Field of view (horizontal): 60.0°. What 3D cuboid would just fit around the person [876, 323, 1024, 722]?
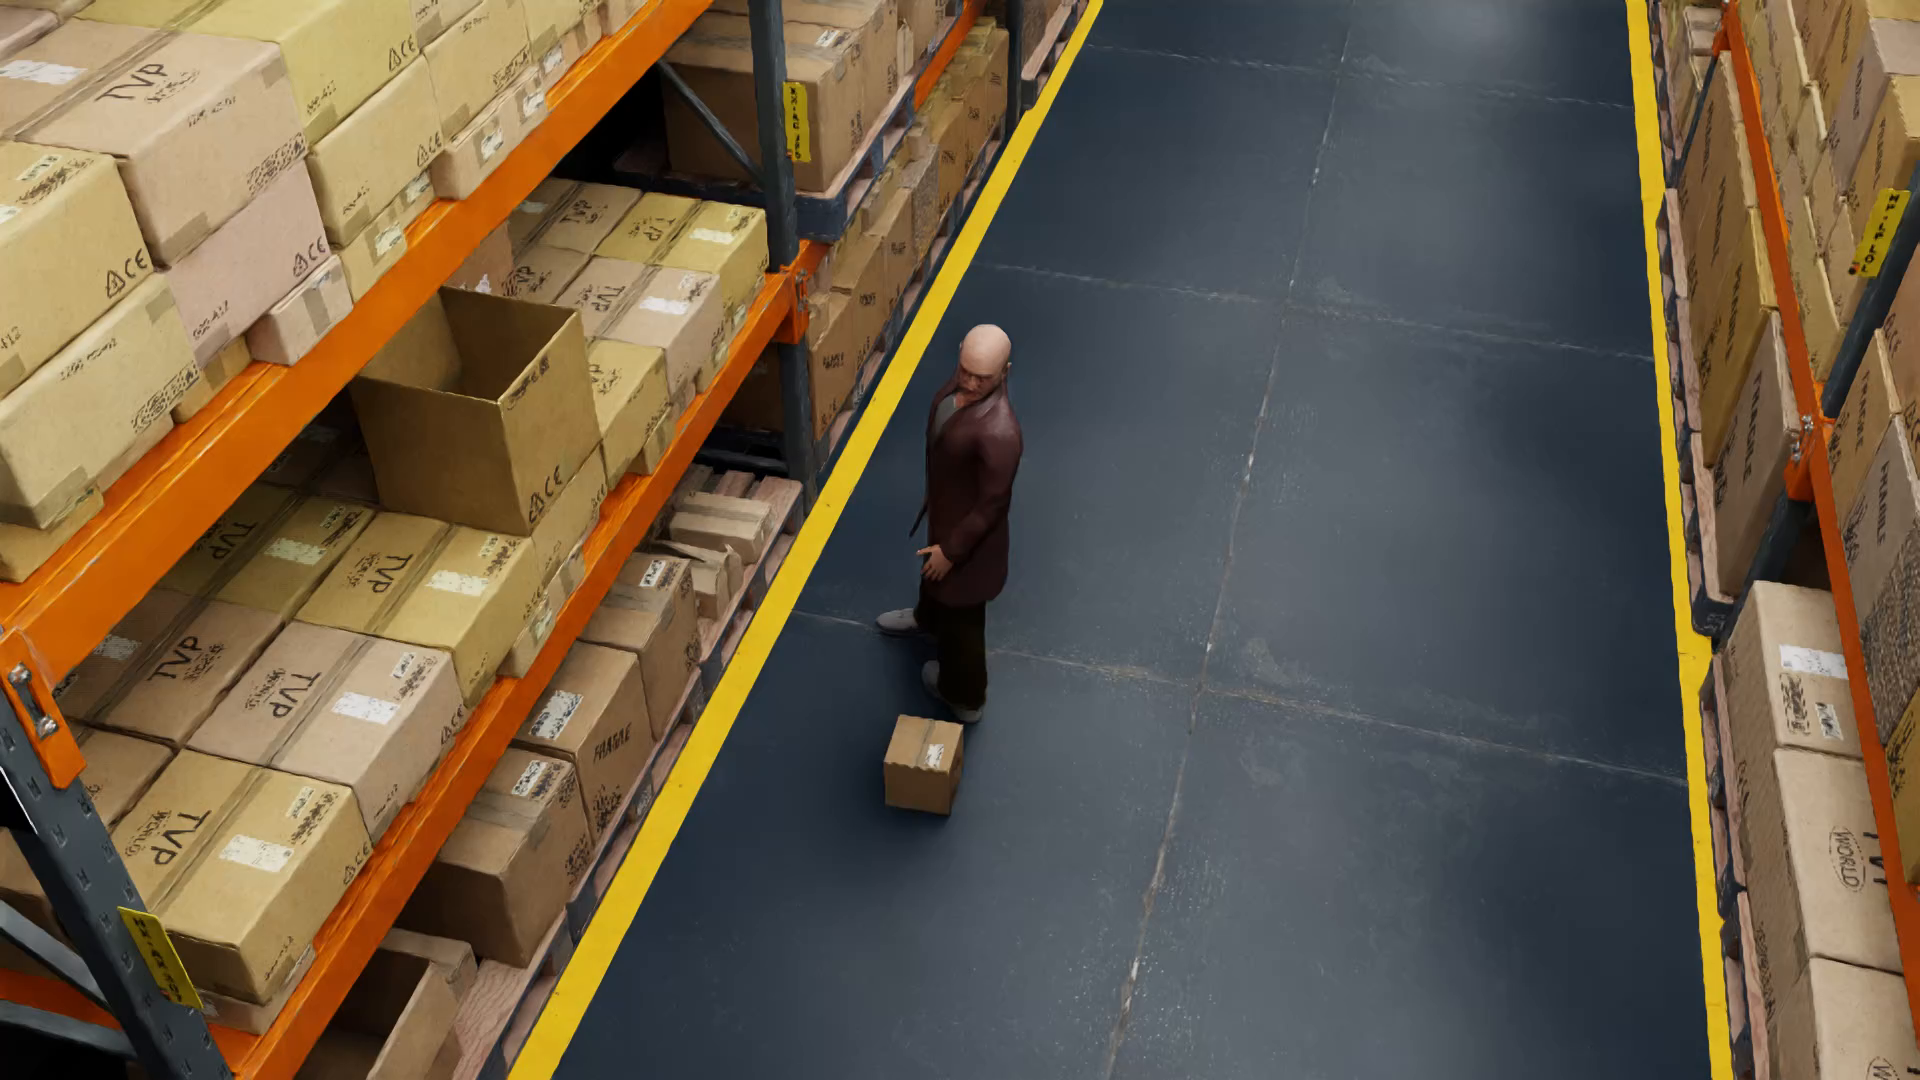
[{"bbox_3d":[-0.066,-0.100,6.288,0.534,1.786,0.714,-3,41,-4],"label":"person"}]
